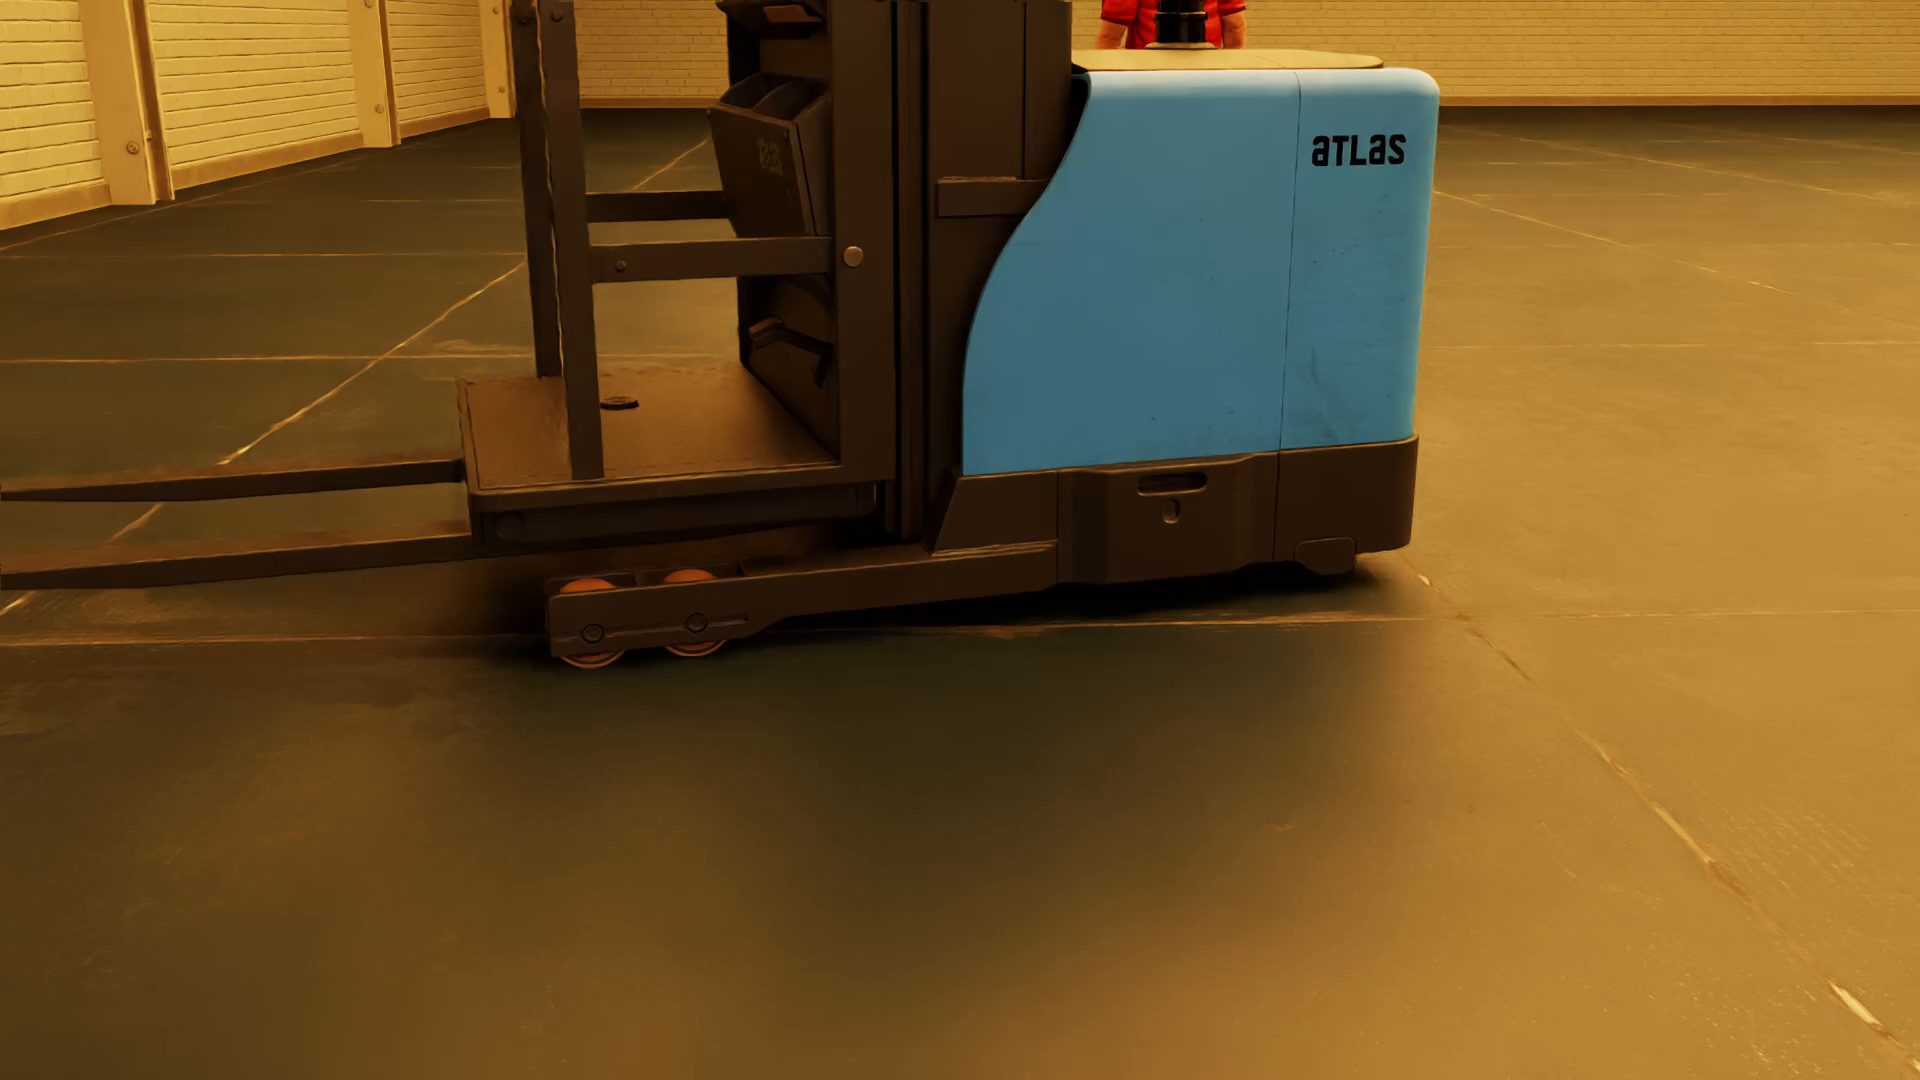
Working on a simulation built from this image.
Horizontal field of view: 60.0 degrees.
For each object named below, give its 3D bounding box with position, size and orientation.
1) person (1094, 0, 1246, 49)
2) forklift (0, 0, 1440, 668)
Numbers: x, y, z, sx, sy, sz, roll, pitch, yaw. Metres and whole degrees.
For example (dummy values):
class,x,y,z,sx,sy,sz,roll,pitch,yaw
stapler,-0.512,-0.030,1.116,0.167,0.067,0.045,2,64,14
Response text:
class,x,y,z,sx,sy,sz,roll,pitch,yaw
person,0.830,-1.793,6.798,0.640,1.727,0.551,-2,17,-7
forklift,-0.579,-1.333,3.264,3.031,2.935,1.130,-5,18,-17
